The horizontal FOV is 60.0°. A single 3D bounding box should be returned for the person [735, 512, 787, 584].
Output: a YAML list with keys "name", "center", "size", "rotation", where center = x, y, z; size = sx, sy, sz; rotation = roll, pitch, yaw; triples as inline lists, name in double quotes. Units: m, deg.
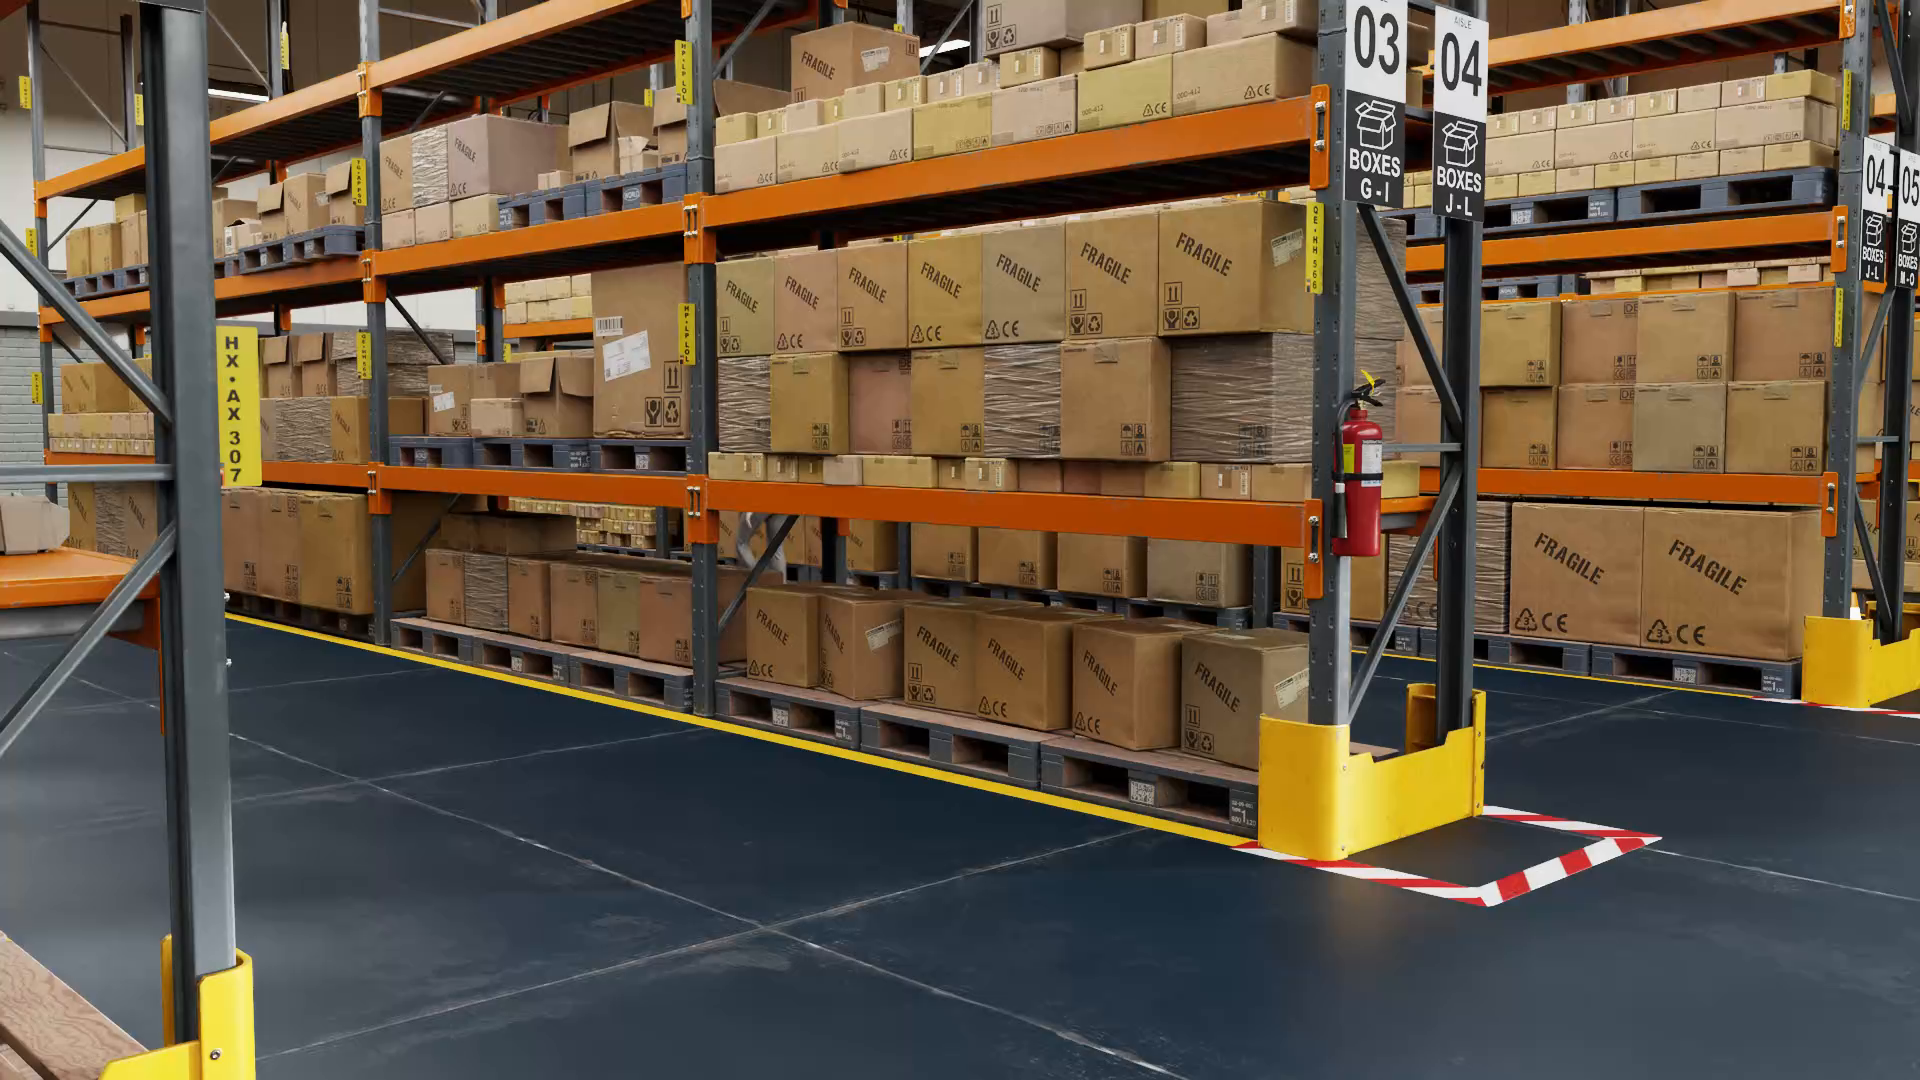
- name: "person"
  center: [-1.709, -0.255, 14.584]
  size: [0.522, 1.747, 0.496]
  rotation: [-3, 5, -39]
